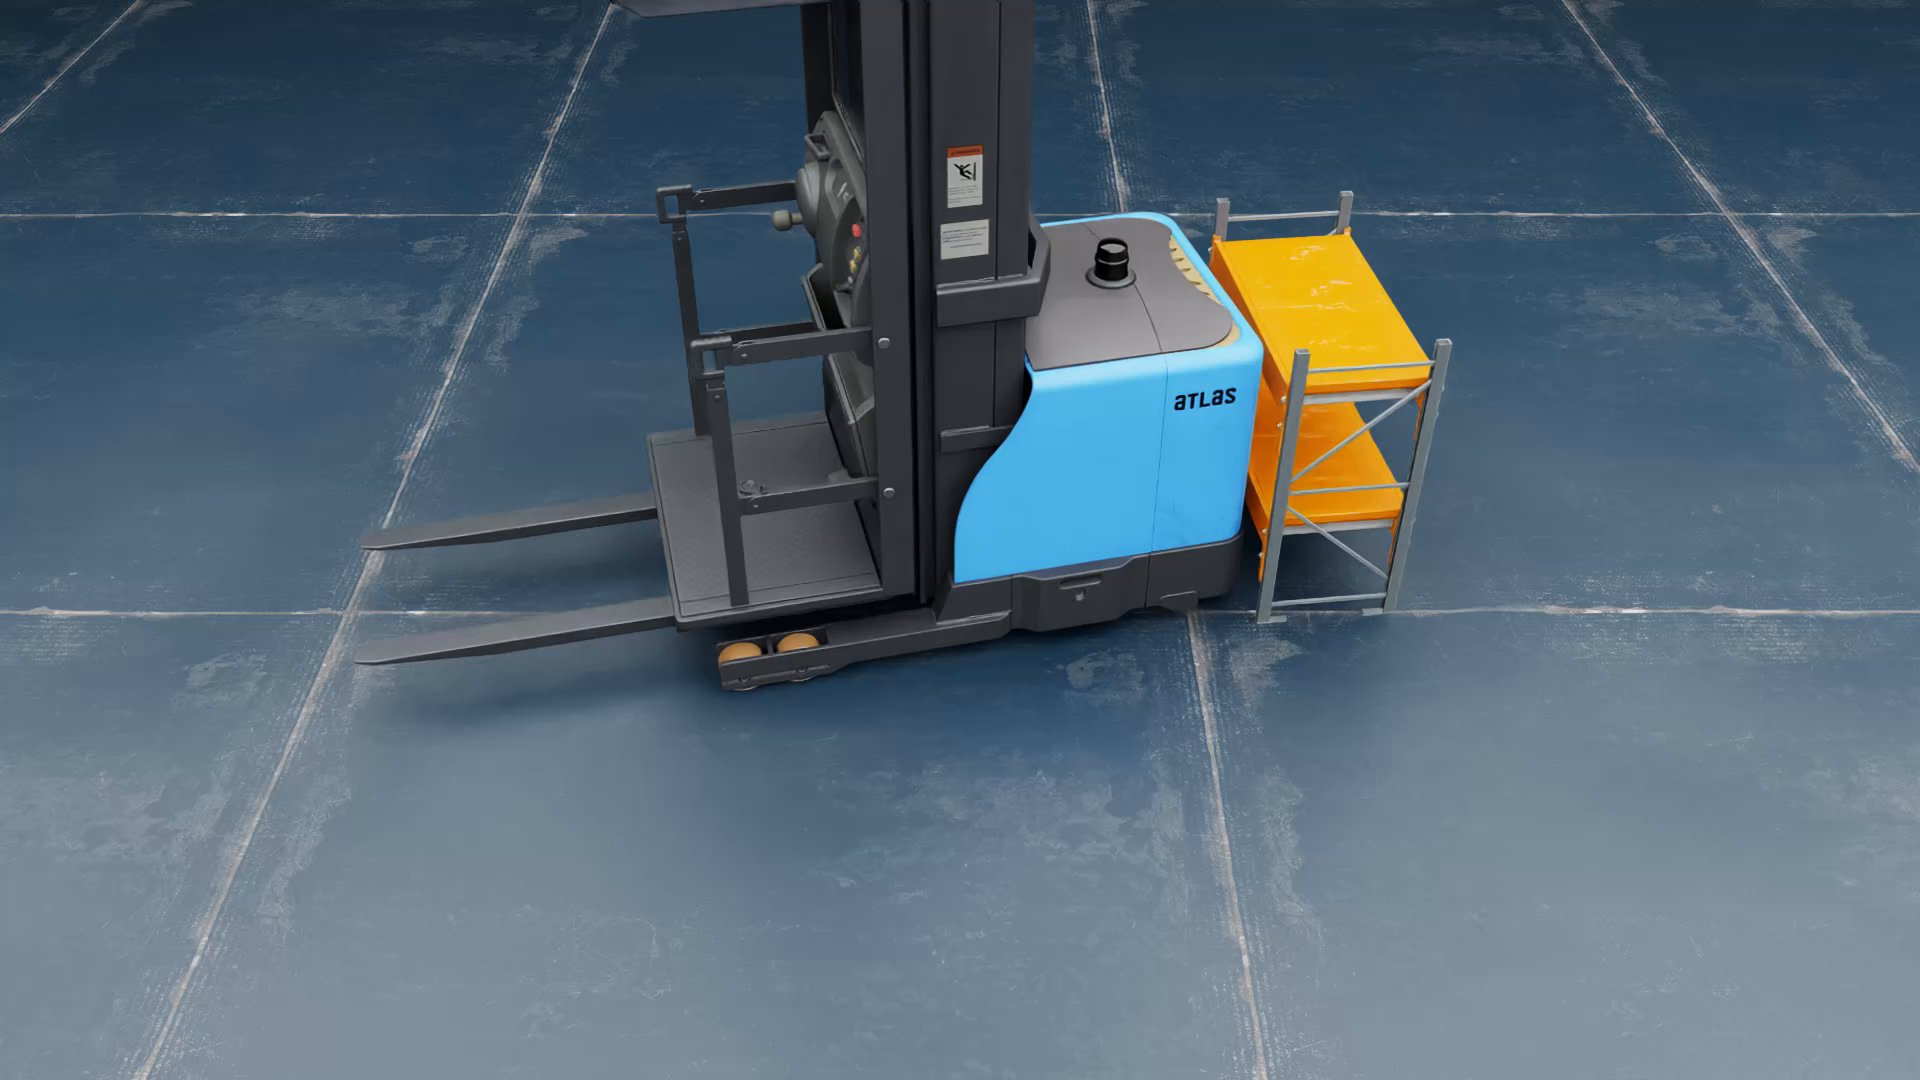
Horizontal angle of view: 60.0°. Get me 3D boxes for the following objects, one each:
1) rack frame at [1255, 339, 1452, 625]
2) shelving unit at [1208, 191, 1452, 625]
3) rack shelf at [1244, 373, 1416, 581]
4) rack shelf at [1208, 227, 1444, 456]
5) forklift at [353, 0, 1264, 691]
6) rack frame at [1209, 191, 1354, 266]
[{"bbox_3d":[1.296,-0.168,5.560,0.500,1.125,0.032,-4,39,-5],"label":"rack frame"},{"bbox_3d":[1.235,-0.483,5.954,0.538,1.125,1.048,-4,39,-5],"label":"shelving unit"},{"bbox_3d":[1.235,-0.293,6.107,0.538,0.278,1.000,-4,39,-5],"label":"rack shelf"},{"bbox_3d":[1.235,-0.712,5.771,0.538,0.278,1.000,-4,39,-5],"label":"rack shelf"},{"bbox_3d":[-0.579,-0.999,5.153,3.031,2.935,1.130,-9,40,-11],"label":"forklift"},{"bbox_3d":[1.173,-0.799,6.348,0.500,1.125,0.032,-4,39,-5],"label":"rack frame"}]
